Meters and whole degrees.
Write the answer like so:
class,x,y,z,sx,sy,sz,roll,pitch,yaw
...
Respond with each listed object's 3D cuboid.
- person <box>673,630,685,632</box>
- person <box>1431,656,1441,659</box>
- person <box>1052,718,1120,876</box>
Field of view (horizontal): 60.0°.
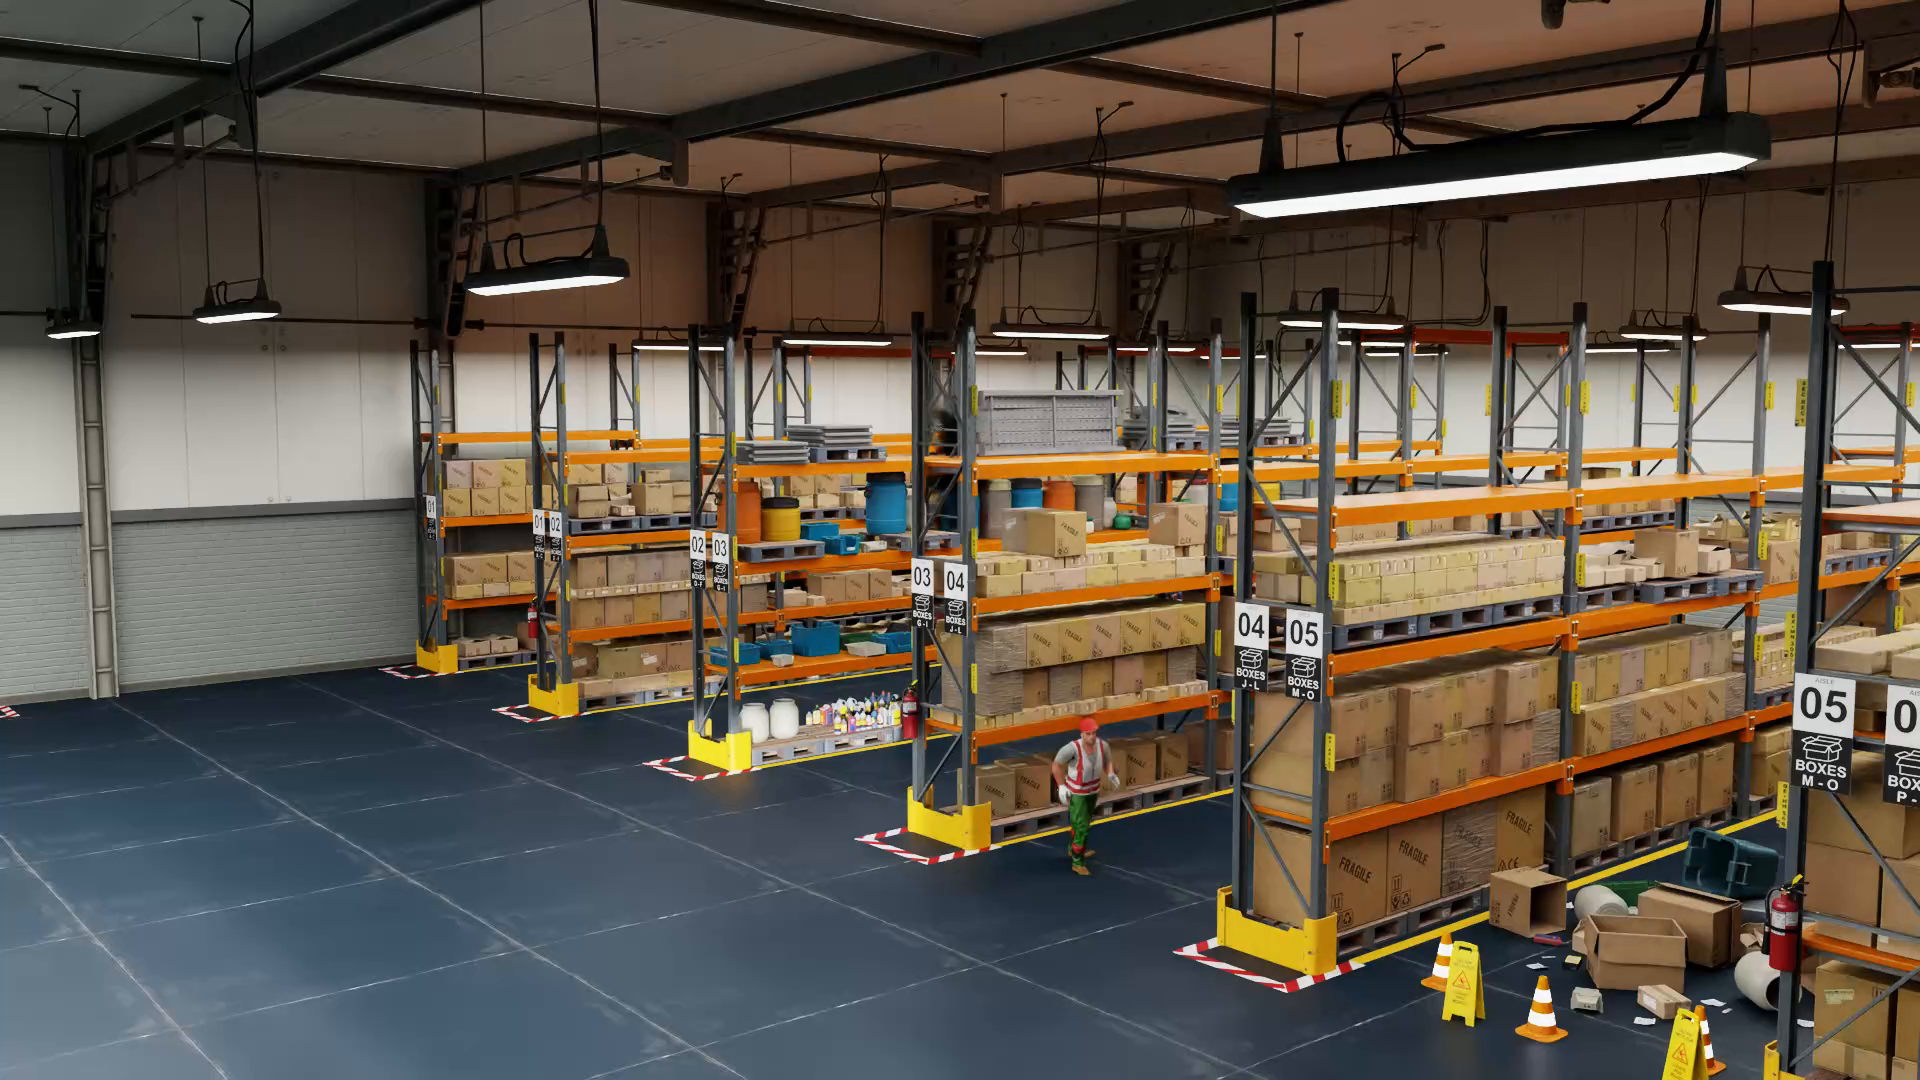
class,x,y,z,sx,sy,sz,roll,pitch,yaw
person,-5.088,1.601,29.856,0.570,1.642,0.724,4,7,39
person,6.180,2.255,21.873,0.648,1.737,0.657,-5,7,-44
person,1.330,2.691,17.712,0.700,1.707,0.914,-4,6,-35
